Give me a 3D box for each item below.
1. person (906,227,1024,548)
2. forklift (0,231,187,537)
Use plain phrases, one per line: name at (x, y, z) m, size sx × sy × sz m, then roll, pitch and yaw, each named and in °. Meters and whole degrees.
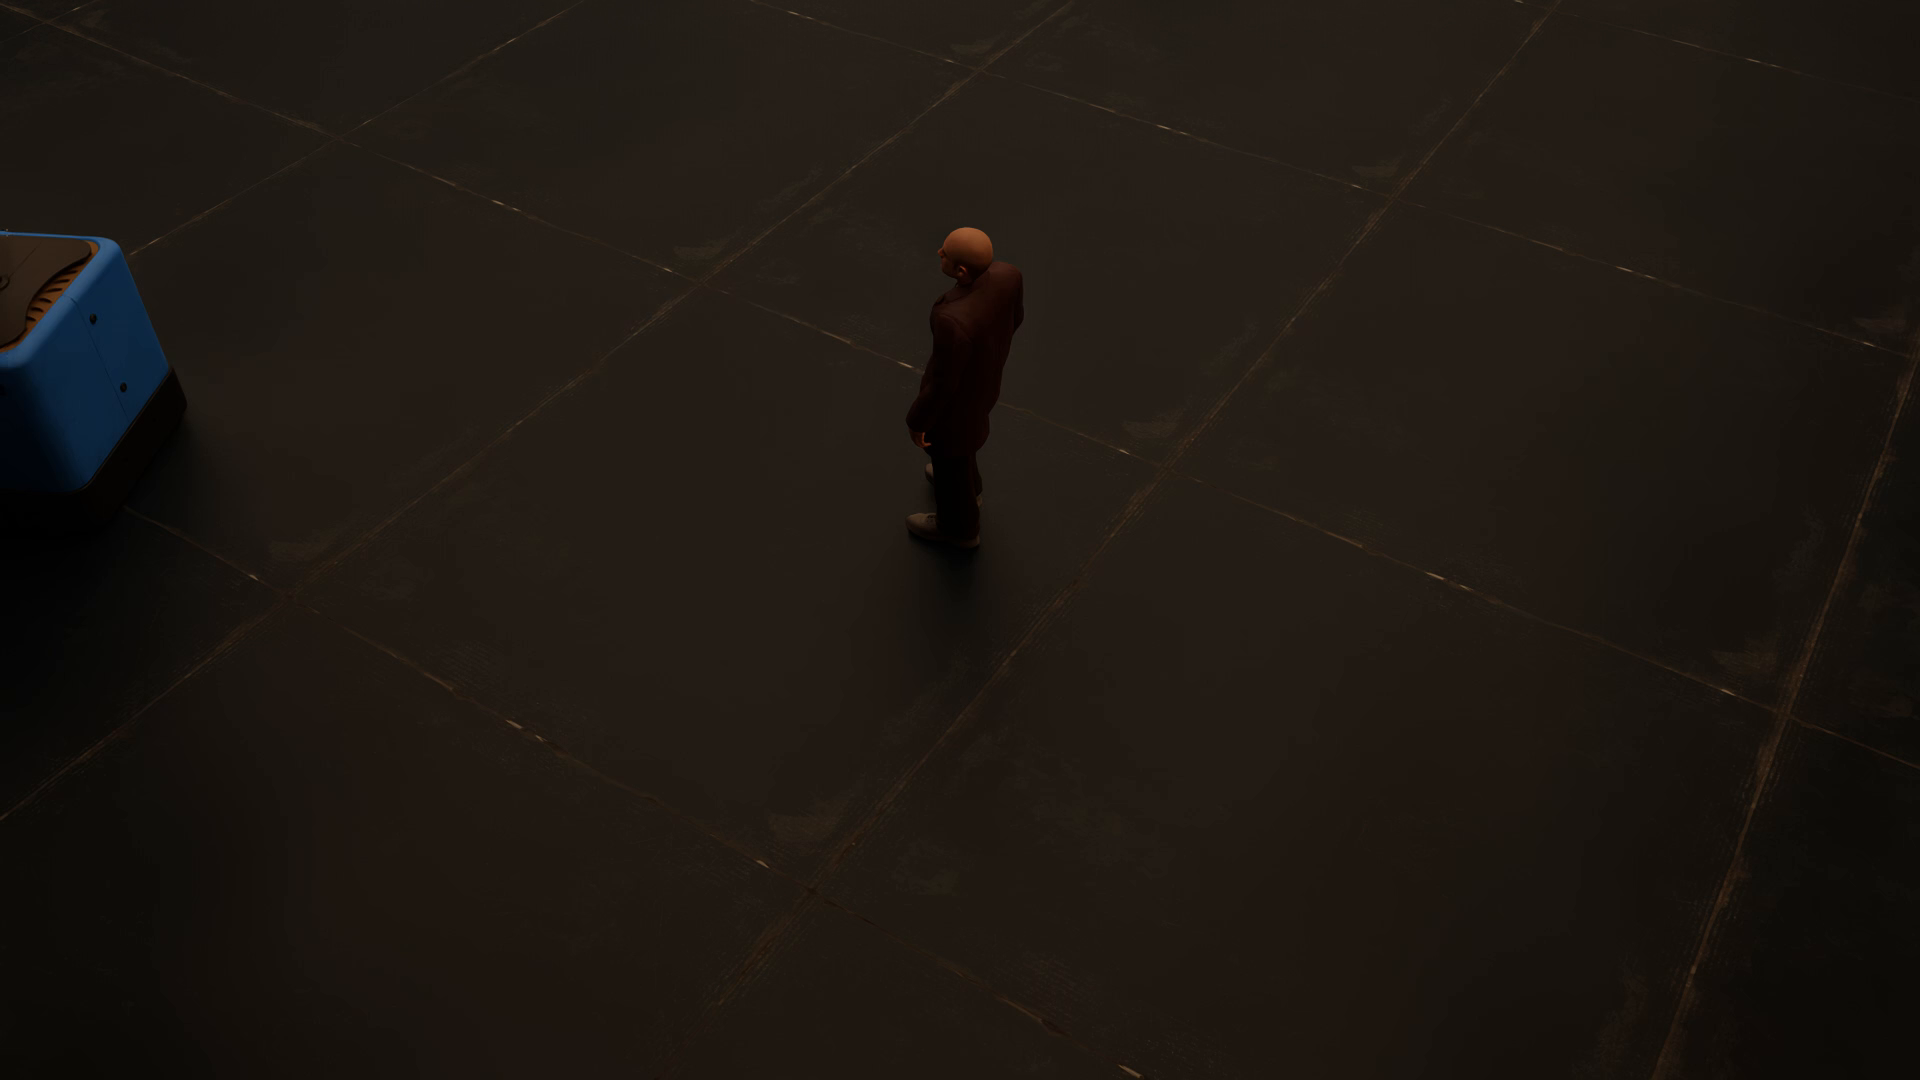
person at (-0.074, -0.687, 7.401) m, size 0.583 × 1.775 × 0.696 m, roll 24°, pitch 48°, yaw 23°
forklift at (-5.546, -1.502, 7.433) m, size 3.031 × 2.935 × 1.130 m, roll 4°, pitch 44°, yaw 4°
